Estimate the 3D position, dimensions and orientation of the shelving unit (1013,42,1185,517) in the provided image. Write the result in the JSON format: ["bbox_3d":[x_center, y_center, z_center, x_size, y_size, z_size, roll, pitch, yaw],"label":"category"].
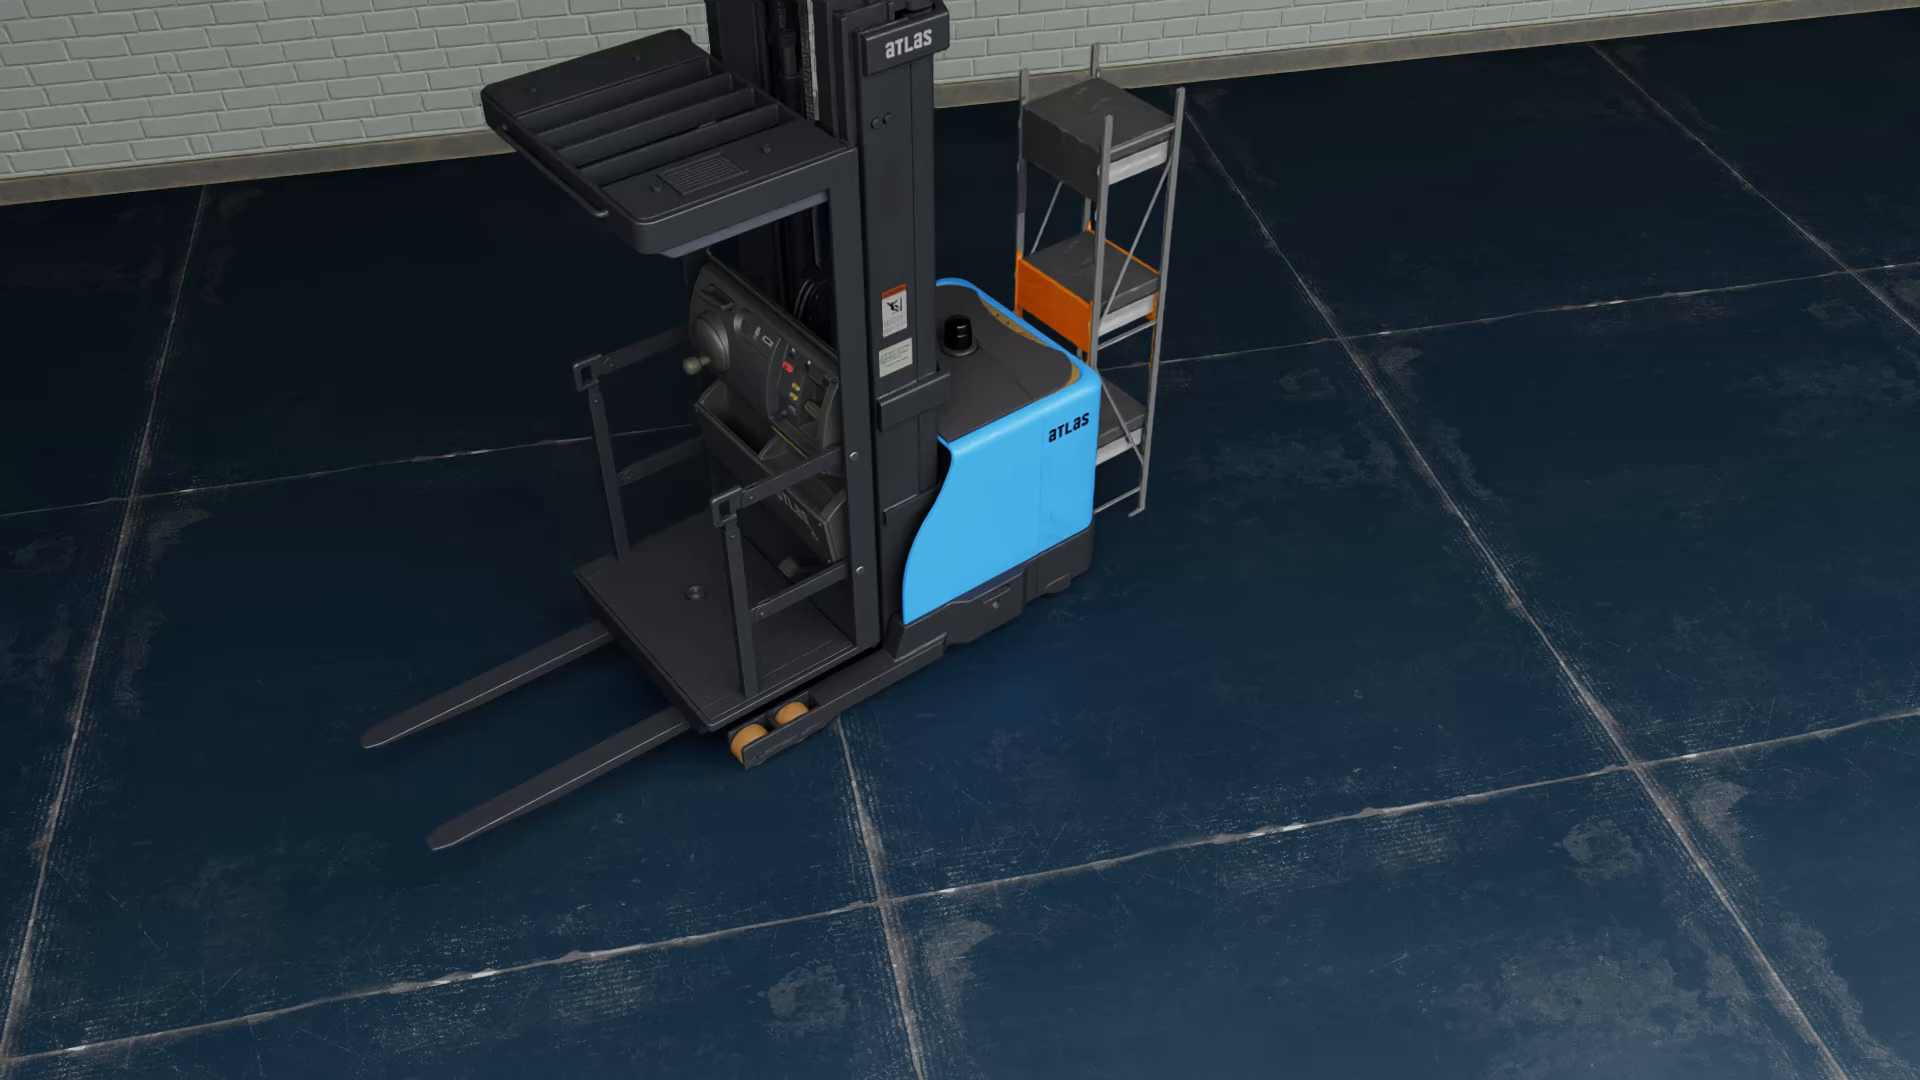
[{"bbox_3d":[0.542,-0.977,7.051,0.431,2.100,0.503,-27,48,-27],"label":"shelving unit"}]

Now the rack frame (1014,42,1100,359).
[{"bbox_3d":[0.393,-1.105,7.195,0.400,2.100,0.015,-27,48,-27],"label":"rack frame"}]

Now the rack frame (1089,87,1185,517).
[{"bbox_3d":[0.691,-0.849,6.906,0.400,2.100,0.015,-27,48,-27],"label":"rack frame"}]

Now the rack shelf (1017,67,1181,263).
[{"bbox_3d":[0.542,-1.490,6.595,0.431,0.518,0.480,-27,48,-27],"label":"rack shelf"}]

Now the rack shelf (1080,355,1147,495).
[{"bbox_3d":[0.542,-0.443,7.524,0.431,0.518,0.480,-27,48,-27],"label":"rack shelf"}]

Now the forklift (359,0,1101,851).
[{"bbox_3d":[-0.892,-0.608,6.009,3.031,2.935,1.130,-27,48,-27],"label":"forklift"}]

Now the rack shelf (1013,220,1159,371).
[{"bbox_3d":[0.542,-0.967,7.060,0.431,0.518,0.480,-27,48,-27],"label":"rack shelf"}]
